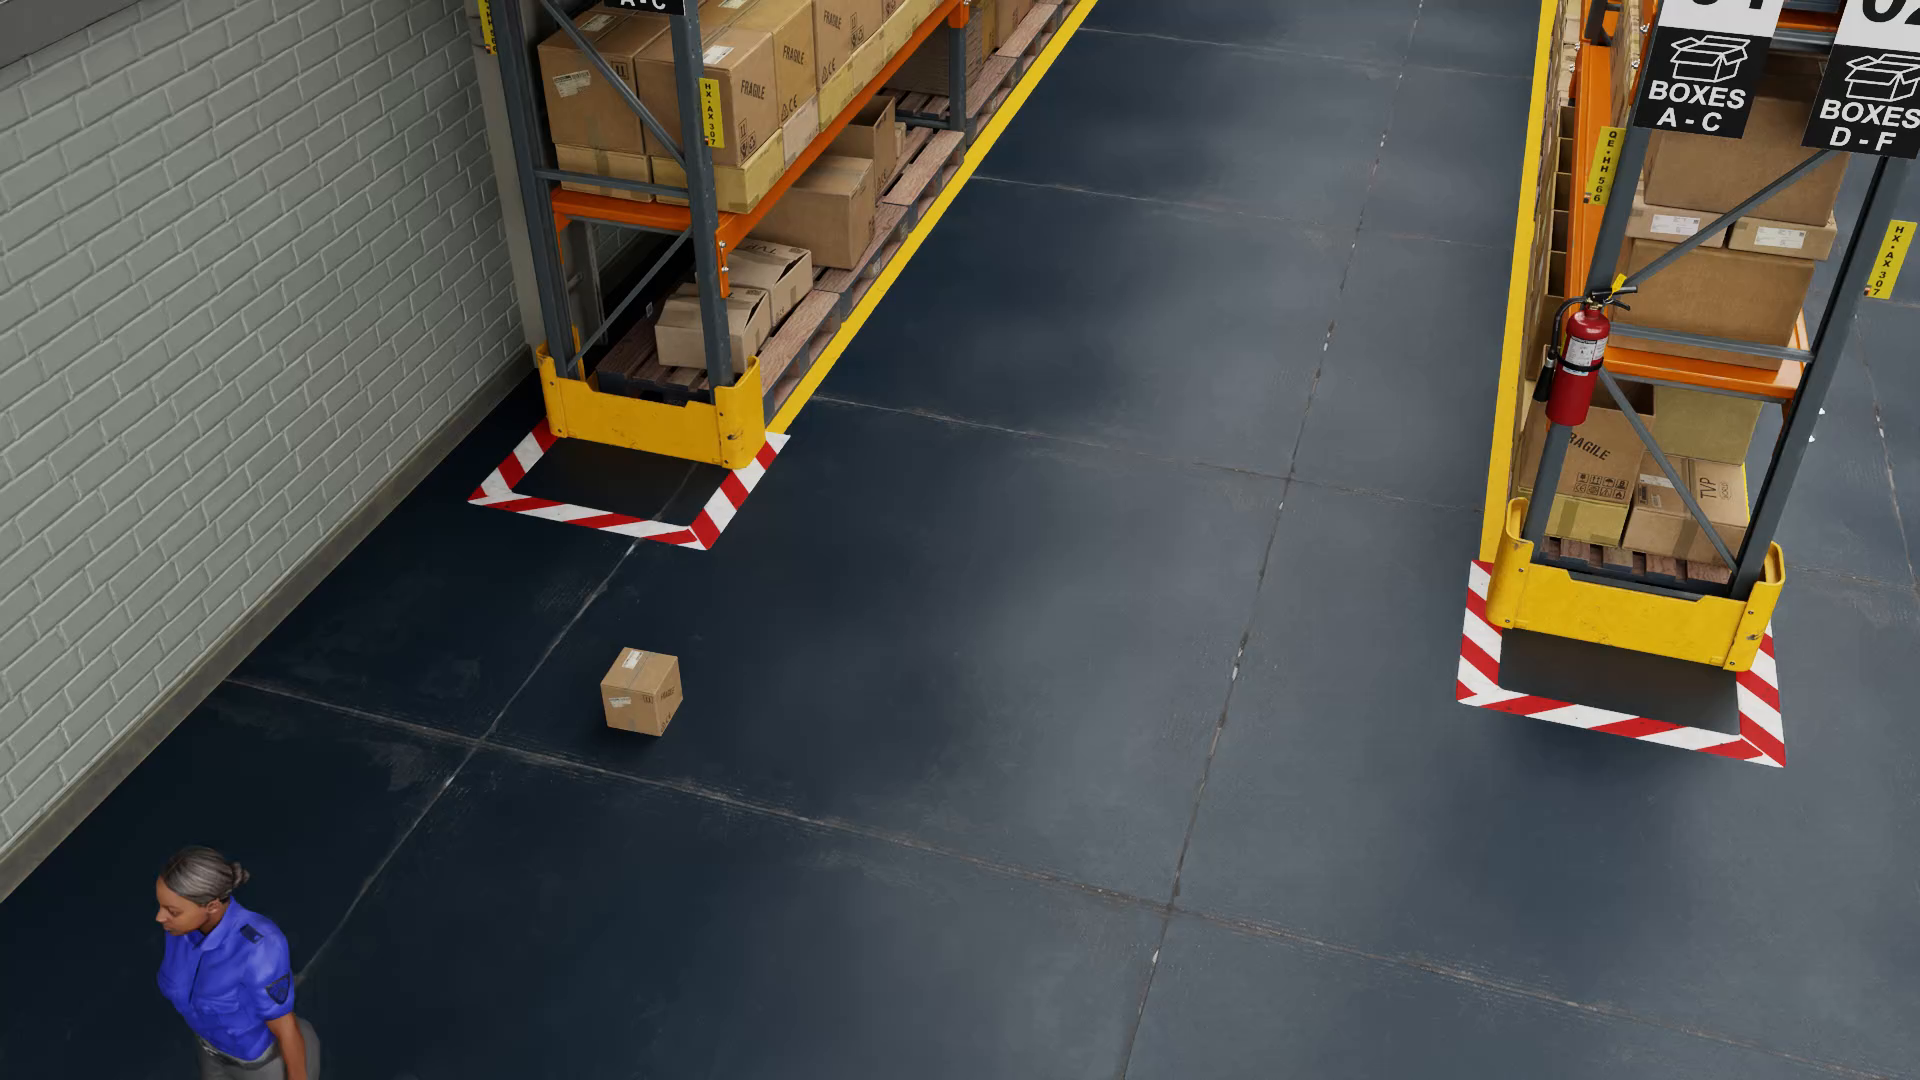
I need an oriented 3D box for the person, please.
[{"bbox_3d":[-2.029,1.456,4.882,0.460,1.576,0.457,19,41,23],"label":"person"}]
